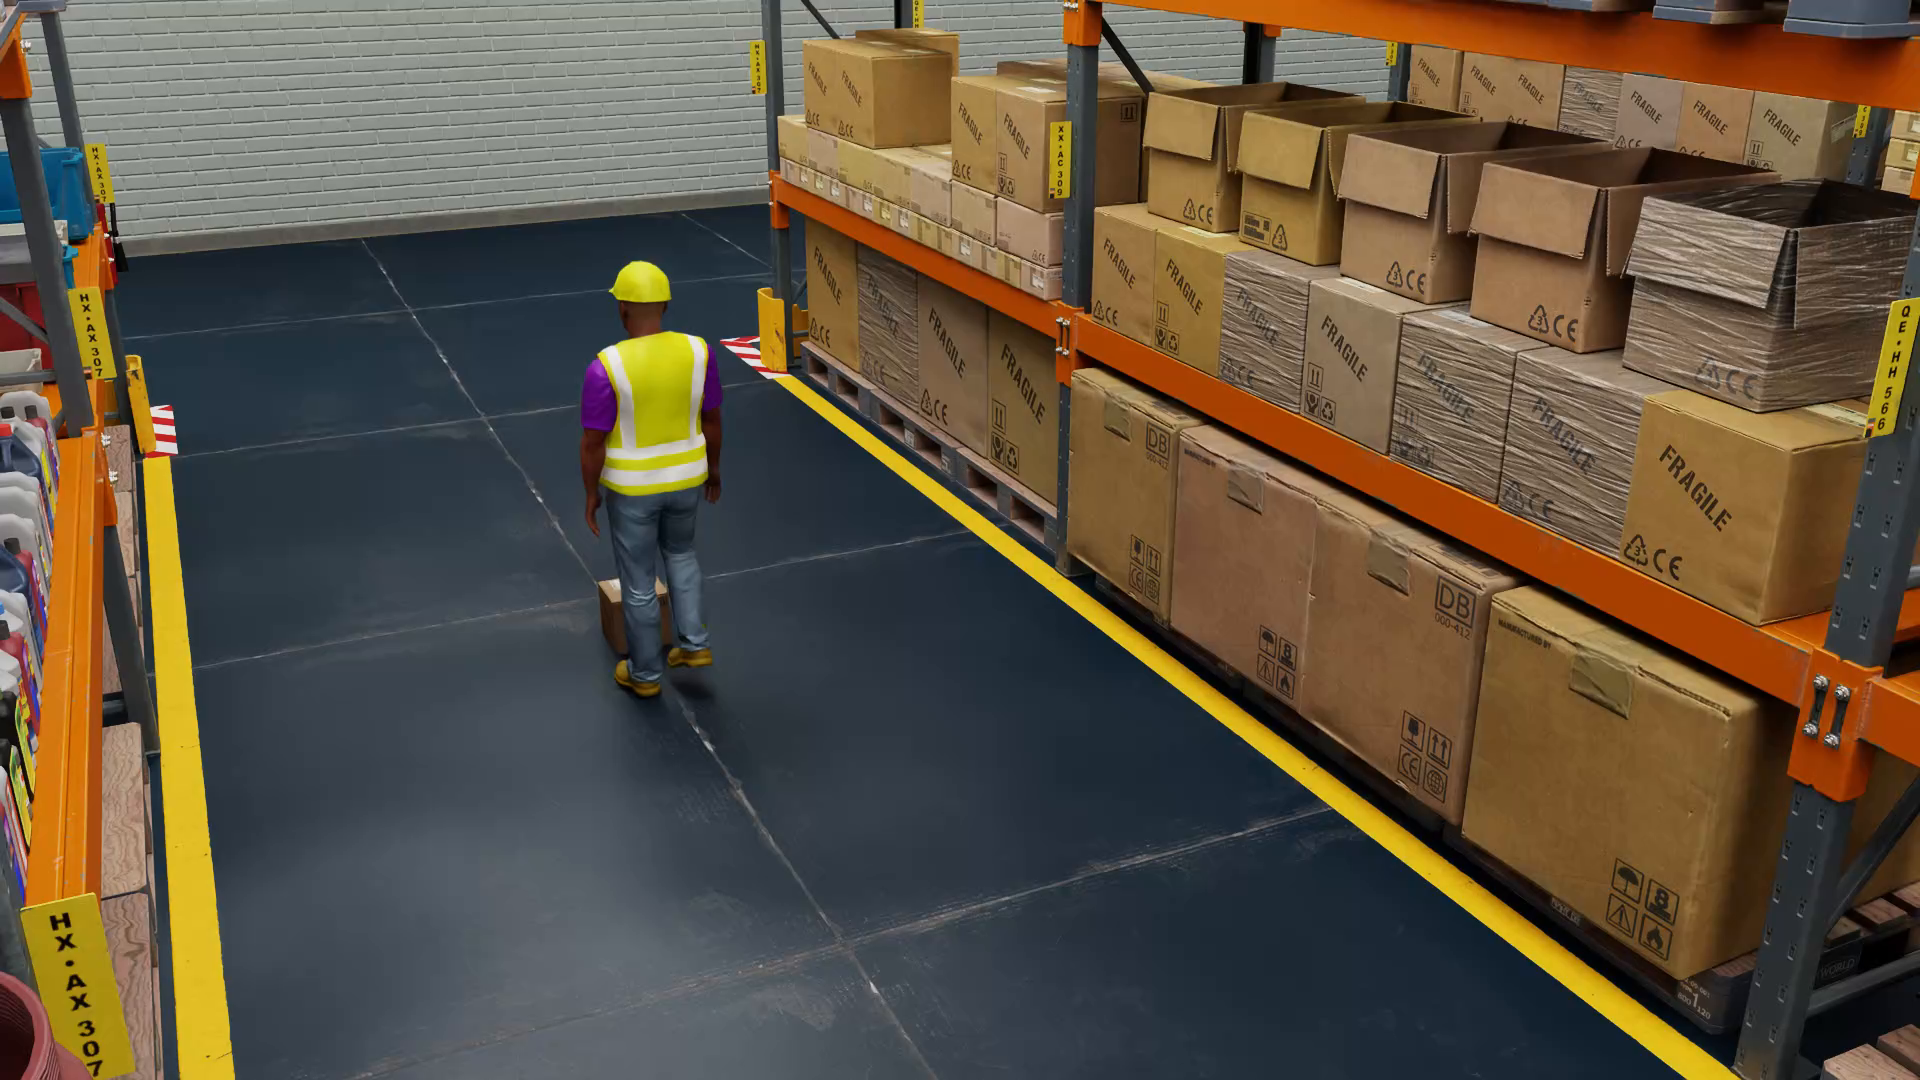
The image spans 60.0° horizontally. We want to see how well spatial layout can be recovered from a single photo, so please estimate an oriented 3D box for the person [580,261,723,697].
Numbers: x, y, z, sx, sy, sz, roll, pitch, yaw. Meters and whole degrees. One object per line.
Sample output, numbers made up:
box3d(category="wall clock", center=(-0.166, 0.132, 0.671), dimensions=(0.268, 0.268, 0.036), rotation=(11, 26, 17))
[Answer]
box3d(category="person", center=(-1.211, -0.227, 6.579), dimensions=(0.599, 1.771, 0.436), rotation=(-13, 26, -30))
